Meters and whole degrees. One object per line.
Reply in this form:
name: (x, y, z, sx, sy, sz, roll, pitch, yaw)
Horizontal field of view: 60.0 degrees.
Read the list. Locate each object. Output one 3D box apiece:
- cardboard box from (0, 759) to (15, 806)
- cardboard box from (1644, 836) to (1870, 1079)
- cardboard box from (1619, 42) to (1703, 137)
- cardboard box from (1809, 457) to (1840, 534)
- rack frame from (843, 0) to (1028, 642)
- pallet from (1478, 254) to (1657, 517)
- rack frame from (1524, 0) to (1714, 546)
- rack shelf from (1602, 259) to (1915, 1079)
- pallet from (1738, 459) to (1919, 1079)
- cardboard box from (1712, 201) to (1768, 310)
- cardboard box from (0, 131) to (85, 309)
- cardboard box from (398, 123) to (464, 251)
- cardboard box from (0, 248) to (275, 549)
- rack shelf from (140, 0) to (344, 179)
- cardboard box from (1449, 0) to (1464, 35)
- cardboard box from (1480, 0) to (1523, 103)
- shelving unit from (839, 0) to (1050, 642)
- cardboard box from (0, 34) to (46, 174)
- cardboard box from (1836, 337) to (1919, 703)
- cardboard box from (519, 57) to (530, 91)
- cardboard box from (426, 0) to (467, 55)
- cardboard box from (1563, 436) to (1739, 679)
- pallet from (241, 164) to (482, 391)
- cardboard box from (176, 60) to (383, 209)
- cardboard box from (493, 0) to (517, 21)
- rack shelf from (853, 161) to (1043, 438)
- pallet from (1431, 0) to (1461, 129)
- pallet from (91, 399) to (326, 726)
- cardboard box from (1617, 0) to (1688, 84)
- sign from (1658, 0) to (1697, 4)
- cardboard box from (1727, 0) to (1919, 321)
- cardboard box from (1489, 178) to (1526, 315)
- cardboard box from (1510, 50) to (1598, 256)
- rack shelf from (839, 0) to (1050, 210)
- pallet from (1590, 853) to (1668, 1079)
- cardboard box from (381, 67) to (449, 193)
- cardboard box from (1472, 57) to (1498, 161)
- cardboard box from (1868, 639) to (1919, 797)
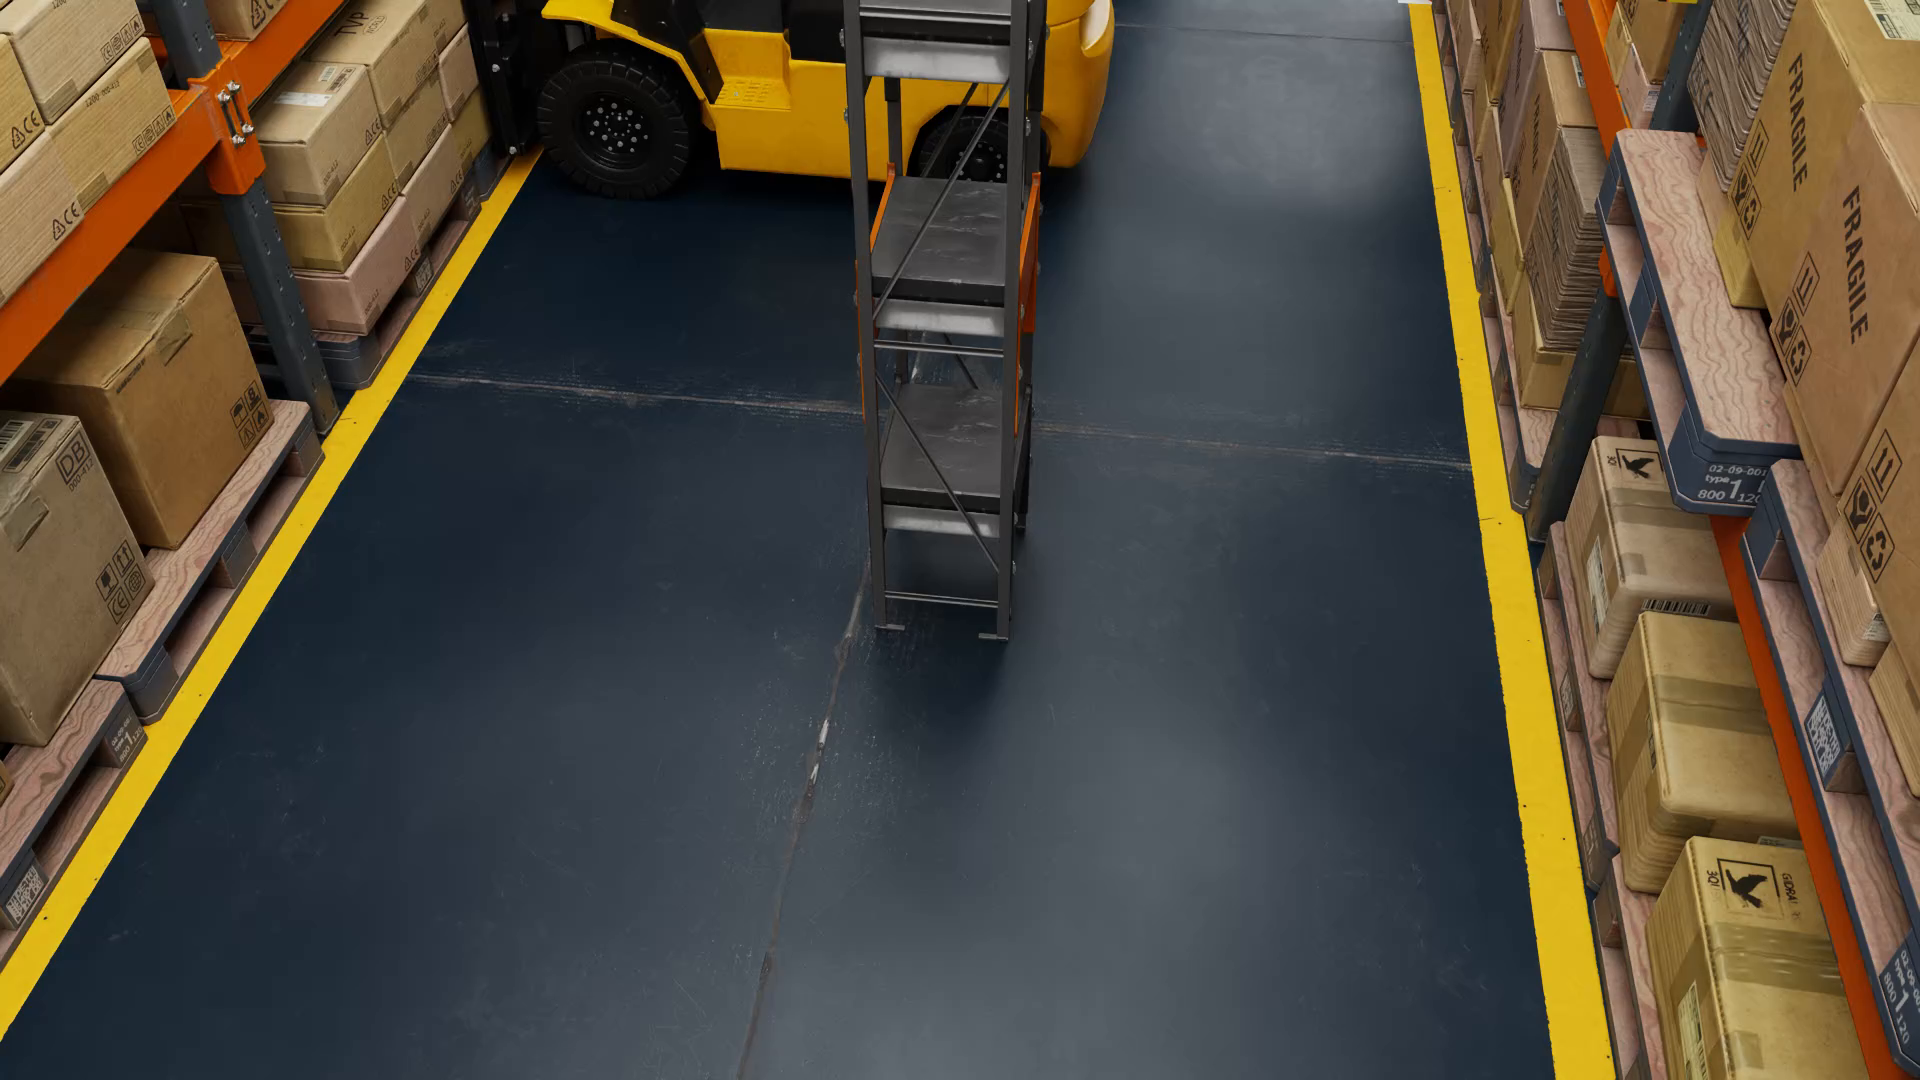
cardboard box: (-2.892, 0.584, 3.873, 0.875, 0.625, 0.625, 4, 44, 4)
cardboard box: (2.045, 1.049, 3.566, 0.950, 0.372, 0.625, 7, 44, 7)
cardboard box: (2.035, -1.230, 4.550, 0.380, 0.149, 0.250, 5, 44, 5)
cardboard box: (1.795, -0.078, 3.028, 0.380, 0.149, 0.250, 6, 44, 6)
rack frame: (-0.054, -0.483, 4.233, 0.400, 2.100, 0.015, 5, 44, 6)
pallet: (2.348, -0.523, 5.648, 1.003, 0.211, 1.213, 5, 44, 6)
rack frame: (2.294, -1.074, 4.203, 1.000, 3.000, 0.127, 5, 44, 6)
rack shelf: (2.030, 0.550, 3.011, 1.077, 0.370, 4.000, 5, 44, 6)
pallet: (1.987, 0.369, 2.819, 1.003, 0.211, 1.213, 5, 44, 6)
cardboard box: (1.866, -0.618, 3.599, 0.380, 0.149, 0.250, 6, 44, 6)
cardboard box: (-2.495, -0.758, 3.978, 0.500, 0.250, 0.500, 5, 44, 5)
cardboard box: (-2.182, -1.324, 6.161, 0.500, 0.250, 0.500, 4, 44, 5)
cardboard box: (-2.684, -0.456, 4.972, 0.875, 0.625, 0.625, 7, 44, 7)
rack shelf: (-2.362, -2.625, 6.364, 1.077, 0.370, 4.000, 5, 44, 6)
cardboard box: (2.442, -2.430, 7.329, 0.500, 0.250, 0.500, 5, 44, 5)
cardboard box: (2.301, -1.988, 6.317, 0.500, 0.500, 0.500, 6, 44, 6)
shelving unit: (-0.022, -0.650, 4.409, 0.431, 2.100, 0.503, 5, 44, 6)
cardboard box: (-2.499, -0.941, 3.807, 0.500, 0.250, 0.500, 4, 44, 4)
cardboard box: (1.746, -0.049, 2.526, 0.500, 0.500, 0.500, 4, 44, 4)
cardboard box: (-2.043, -2.020, 6.896, 0.500, 0.250, 0.500, 7, 44, 7)
cardboard box: (-2.119, -2.029, 6.178, 0.500, 0.250, 0.500, 7, 44, 7)
cardboard box: (2.227, 0.085, 4.584, 0.950, 0.372, 0.625, 6, 44, 6)
pallet: (-2.480, -1.049, 6.204, 1.003, 0.211, 1.213, 5, 44, 6)
cardboard box: (-2.251, -1.341, 5.452, 0.500, 0.250, 0.500, 5, 44, 5)
cardboard box: (-2.046, -2.189, 6.711, 0.500, 0.250, 0.500, 5, 44, 5)
rack shelf: (-0.022, -0.640, 4.418, 0.431, 0.518, 0.480, 5, 44, 6)
pallet: (2.671, -2.186, 7.405, 1.003, 0.211, 1.213, 5, 44, 6)
pallet: (-2.685, -0.005, 5.101, 1.003, 0.211, 1.213, 5, 44, 6)
cardboard box: (2.106, -1.544, 4.410, 0.500, 0.500, 0.500, 4, 44, 4)
sign: (1.755, -1.433, 3.952, 0.100, 0.325, 0.005, 5, 44, 6)
cardboard box: (1.882, -0.736, 3.251, 0.500, 0.500, 0.500, 5, 44, 6)
cardboard box: (2.166, -1.019, 5.839, 0.500, 0.250, 0.500, 4, 44, 4)
cardboard box: (2.172, -1.275, 5.564, 0.500, 0.500, 0.500, 6, 44, 6)
rack shelf: (-0.022, -1.148, 3.937, 0.431, 0.518, 0.480, 5, 44, 6)
pallet: (2.034, 1.303, 3.721, 1.003, 0.211, 1.213, 5, 44, 6)
cardboard box: (-2.192, -1.504, 5.987, 0.500, 0.250, 0.500, 5, 44, 5)
cardboard box: (2.308, -1.710, 6.568, 0.500, 0.250, 0.500, 8, 44, 8)
cardboard box: (1.702, 0.283, 2.647, 0.380, 0.149, 0.250, 4, 44, 4)
